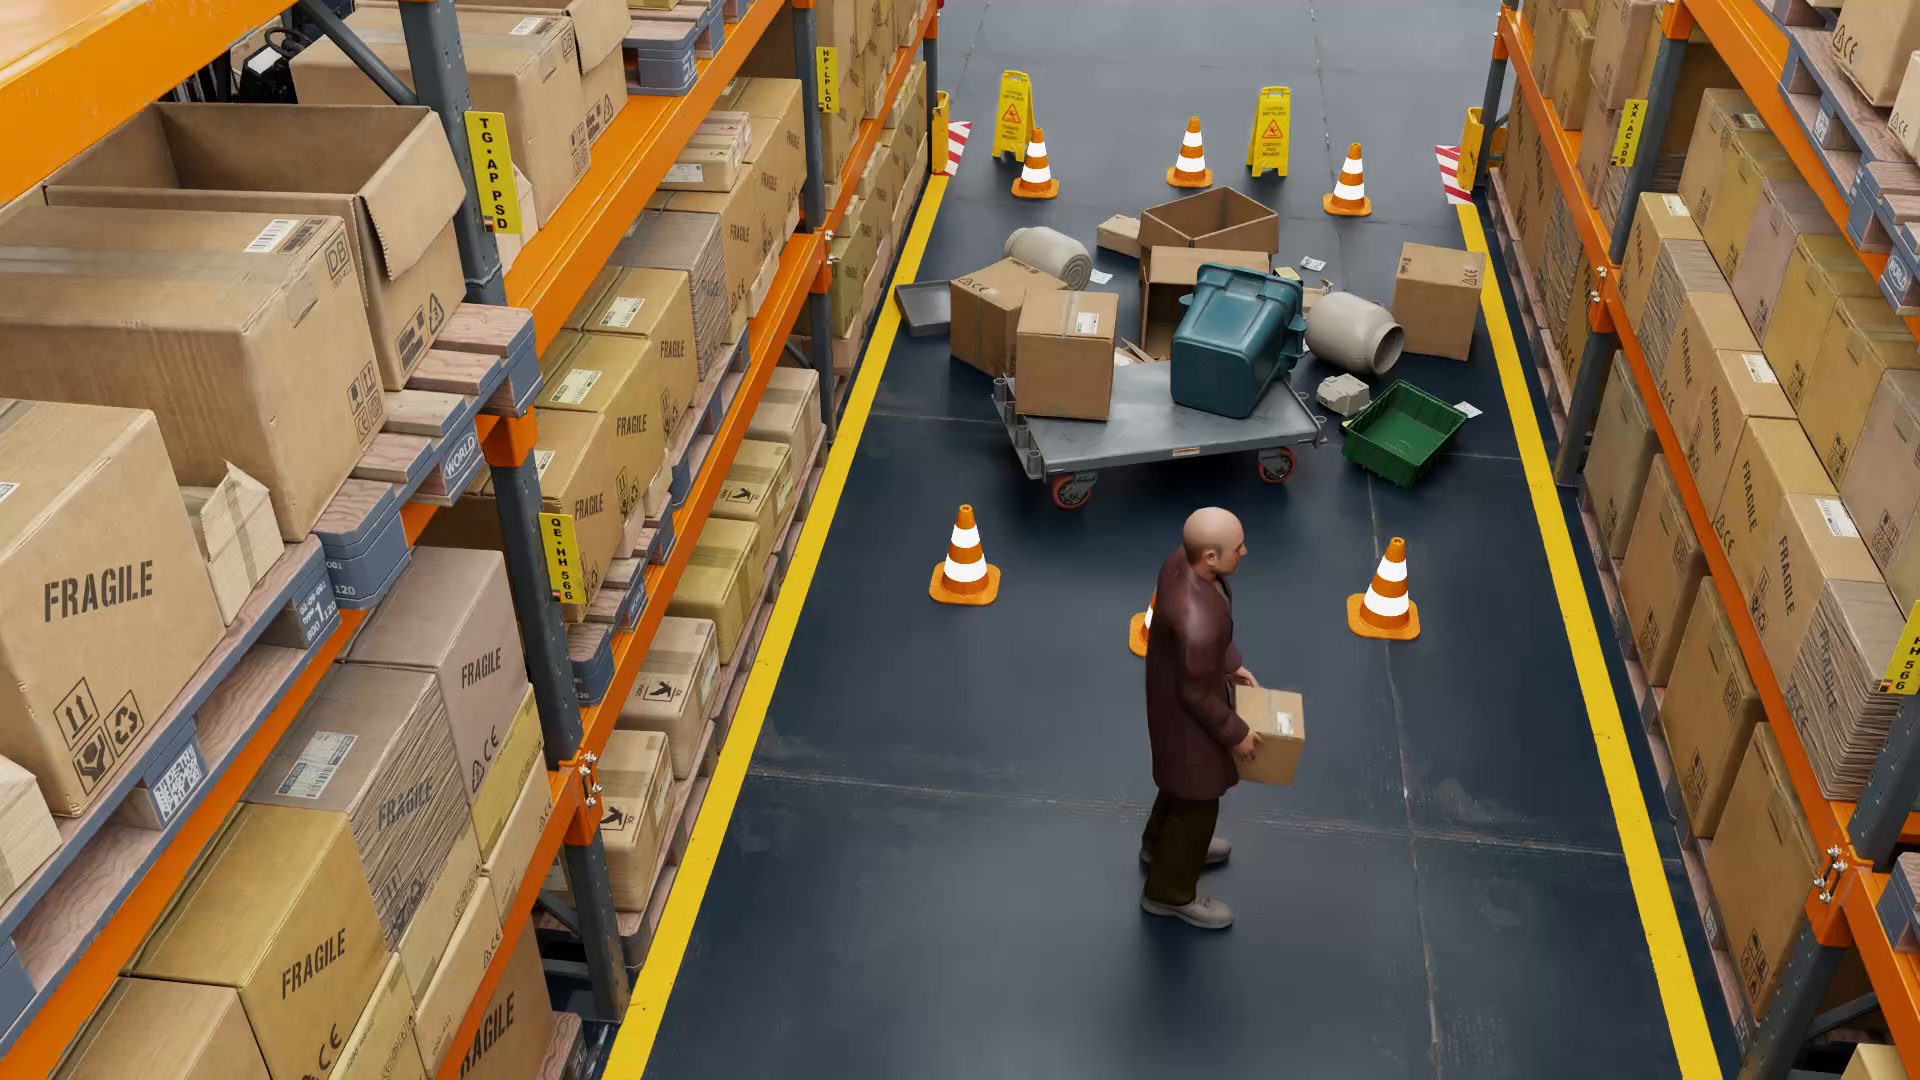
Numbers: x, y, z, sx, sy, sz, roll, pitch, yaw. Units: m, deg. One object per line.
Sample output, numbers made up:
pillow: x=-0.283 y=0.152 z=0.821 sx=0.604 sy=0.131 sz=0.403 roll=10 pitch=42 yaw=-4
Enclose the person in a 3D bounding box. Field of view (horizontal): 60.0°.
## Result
person: x=0.895 y=0.635 z=6.163 sx=0.443 sy=1.781 sz=0.579 roll=4 pitch=36 yaw=5
